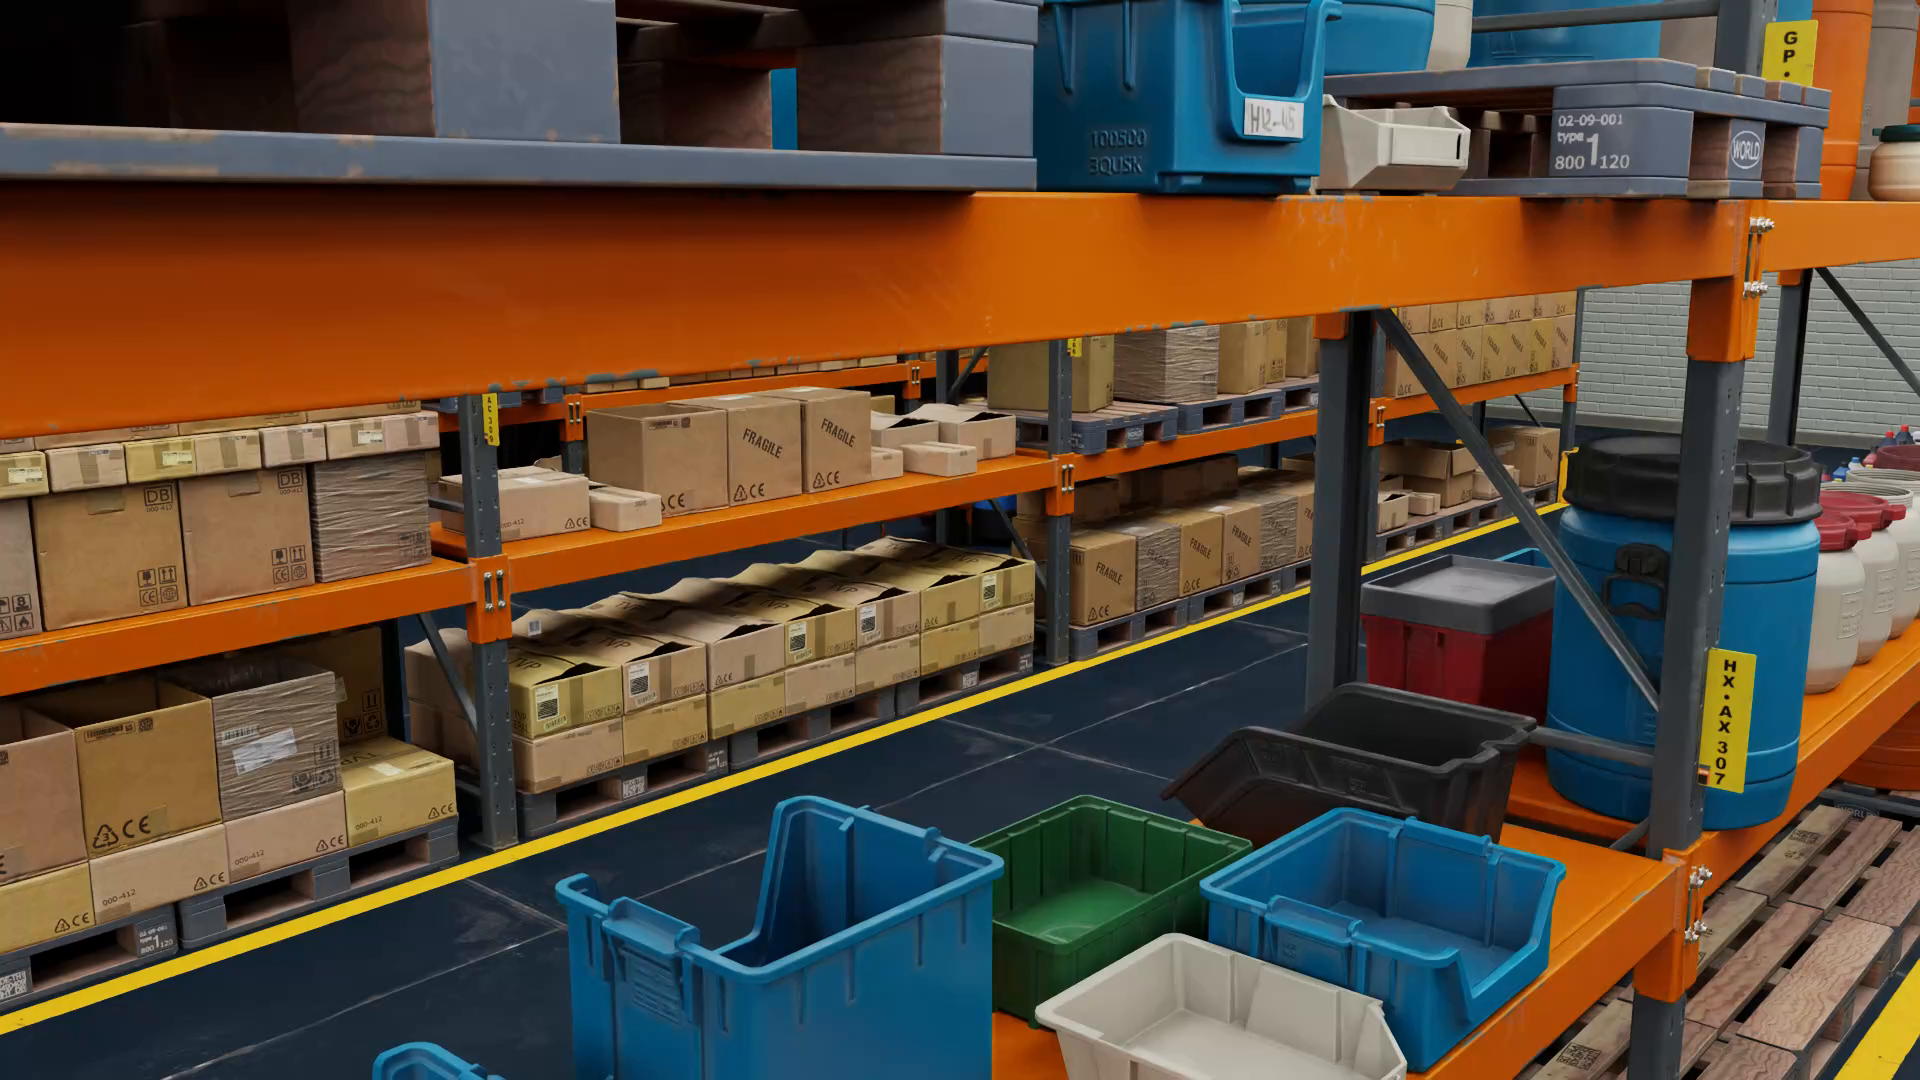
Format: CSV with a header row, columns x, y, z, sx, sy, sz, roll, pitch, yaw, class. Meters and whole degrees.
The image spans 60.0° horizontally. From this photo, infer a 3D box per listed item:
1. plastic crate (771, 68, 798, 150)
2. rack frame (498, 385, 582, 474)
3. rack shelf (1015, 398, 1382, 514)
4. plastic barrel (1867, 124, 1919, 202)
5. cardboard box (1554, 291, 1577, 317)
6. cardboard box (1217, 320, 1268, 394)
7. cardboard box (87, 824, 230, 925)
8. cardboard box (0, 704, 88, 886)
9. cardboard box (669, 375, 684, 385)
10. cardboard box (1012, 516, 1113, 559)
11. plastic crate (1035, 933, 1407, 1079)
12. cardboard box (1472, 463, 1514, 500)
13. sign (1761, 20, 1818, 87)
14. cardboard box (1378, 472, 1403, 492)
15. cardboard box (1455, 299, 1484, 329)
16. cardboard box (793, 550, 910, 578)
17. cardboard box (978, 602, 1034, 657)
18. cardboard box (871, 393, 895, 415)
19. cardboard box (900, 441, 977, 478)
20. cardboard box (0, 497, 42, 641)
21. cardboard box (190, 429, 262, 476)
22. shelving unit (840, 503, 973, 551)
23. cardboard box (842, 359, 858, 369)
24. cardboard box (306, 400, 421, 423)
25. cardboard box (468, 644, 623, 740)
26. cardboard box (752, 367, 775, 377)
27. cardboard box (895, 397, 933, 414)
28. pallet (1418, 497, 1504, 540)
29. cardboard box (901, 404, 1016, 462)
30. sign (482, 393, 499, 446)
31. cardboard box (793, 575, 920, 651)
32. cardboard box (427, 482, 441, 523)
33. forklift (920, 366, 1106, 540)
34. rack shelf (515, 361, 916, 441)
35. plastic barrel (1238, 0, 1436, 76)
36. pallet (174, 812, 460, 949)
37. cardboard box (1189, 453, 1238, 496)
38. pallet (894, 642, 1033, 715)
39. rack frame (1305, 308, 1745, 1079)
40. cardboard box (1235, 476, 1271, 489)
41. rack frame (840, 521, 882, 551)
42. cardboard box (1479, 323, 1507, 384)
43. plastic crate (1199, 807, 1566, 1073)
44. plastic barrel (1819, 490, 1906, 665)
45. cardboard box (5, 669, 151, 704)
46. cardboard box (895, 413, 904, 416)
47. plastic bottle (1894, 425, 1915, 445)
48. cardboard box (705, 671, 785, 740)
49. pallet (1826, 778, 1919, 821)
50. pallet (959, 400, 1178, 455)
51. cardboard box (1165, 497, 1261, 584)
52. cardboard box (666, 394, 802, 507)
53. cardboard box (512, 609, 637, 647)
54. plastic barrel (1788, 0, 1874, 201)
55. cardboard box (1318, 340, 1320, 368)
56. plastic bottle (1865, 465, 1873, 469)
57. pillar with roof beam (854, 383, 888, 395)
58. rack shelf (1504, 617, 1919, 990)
x,y,z,sx,sy,sz,roll,pitch,yaw,class
-0.268,-0.720,2.540,0.392,0.384,0.575,10,15,40,plastic crate
-3.462,-1.395,13.539,1.000,3.000,0.127,10,15,40,rack frame
1.582,-0.697,11.878,1.077,0.370,4.000,10,15,40,rack shelf
3.316,-1.300,5.757,0.301,0.262,0.301,0,11,0,plastic barrel
5.455,-2.371,15.614,0.500,0.500,0.500,10,15,40,cardboard box
1.782,-1.331,11.889,0.700,0.500,0.500,6,13,26,cardboard box
-3.177,1.220,6.393,0.500,0.250,0.500,10,15,40,cardboard box
-3.506,0.926,5.951,0.500,0.500,0.500,10,15,40,cardboard box
-2.585,-1.417,14.240,0.380,0.149,0.250,10,15,40,cardboard box
0.703,0.087,11.377,0.500,0.500,0.500,11,15,43,cardboard box
0.458,0.875,2.845,0.530,0.136,0.437,10,15,40,plastic crate
4.719,-0.552,15.213,0.500,0.250,0.500,10,15,40,cardboard box
1.746,-0.928,3.520,0.100,0.325,0.005,10,15,40,sign
3.560,-0.472,14.657,0.500,0.311,0.500,10,15,40,cardboard box
4.105,-2.068,14.097,0.500,0.500,0.500,9,15,39,cardboard box
-0.645,0.230,9.920,0.500,0.311,0.500,9,15,39,cardboard box
0.098,0.496,10.017,0.500,0.250,0.500,10,15,42,cardboard box
-1.153,-1.023,16.091,0.750,0.750,0.750,10,15,41,cardboard box
-0.124,-0.464,9.518,0.380,0.149,0.250,10,15,40,cardboard box
-3.681,0.077,5.910,0.700,0.500,0.500,10,15,42,cardboard box
-2.906,-0.353,6.406,0.380,0.149,0.250,10,15,40,cardboard box
-0.437,-0.475,13.716,1.048,1.125,0.538,-11,16,-43,shelving unit
-1.185,-1.712,15.713,0.380,0.149,0.250,10,15,42,cardboard box
-2.667,-0.786,6.920,0.700,0.500,0.500,10,15,41,cardboard box
-1.919,0.672,7.705,0.500,0.311,0.500,10,15,41,cardboard box
-1.887,-1.565,14.980,0.380,0.149,0.250,10,15,42,cardboard box
-0.495,-1.383,17.131,0.380,0.149,0.250,10,15,40,cardboard box
4.161,-0.258,14.962,1.003,0.211,1.213,10,15,40,pallet
-0.011,-0.664,10.104,0.500,0.311,0.500,11,16,44,cardboard box
-1.961,-0.559,6.937,0.100,0.325,0.005,10,15,40,sign
-0.572,0.372,9.206,0.500,0.311,0.500,10,15,40,cardboard box
-4.325,-0.212,12.872,0.700,0.500,0.500,10,15,40,cardboard box
1.060,-1.639,14.936,3.031,2.935,1.130,-11,16,-43,forklift
-2.142,-1.337,15.082,1.077,0.370,4.000,10,15,40,rack shelf
0.602,-1.316,3.131,0.600,0.901,0.708,10,15,40,plastic barrel
-2.935,1.312,7.103,1.003,0.211,1.213,10,15,40,pallet
1.740,-0.515,12.474,0.500,0.250,0.500,10,15,40,cardboard box
-0.311,0.728,10.027,1.003,0.211,1.213,10,15,40,pallet
1.340,0.474,4.179,1.000,3.000,0.127,10,15,40,rack frame
2.056,-0.214,12.884,0.500,0.500,0.500,10,15,41,cardboard box
-0.801,-0.405,13.368,0.032,1.125,0.500,-11,16,-43,rack frame
4.445,-1.657,14.592,0.500,0.500,0.500,9,15,40,cardboard box
0.813,0.745,3.203,0.499,0.251,0.616,10,15,40,plastic crate
2.906,0.123,5.588,0.433,0.535,0.433,0,11,0,plastic barrel
-3.580,0.783,6.667,0.500,0.500,0.500,10,15,40,cardboard box
-0.251,-1.061,17.173,0.700,0.500,0.500,10,15,41,cardboard box
5.028,-0.438,8.871,0.144,0.351,0.185,10,15,40,plastic bottle
-1.248,0.797,8.512,0.500,0.250,0.500,9,15,39,cardboard box
4.469,1.132,8.006,1.003,0.211,1.213,10,15,40,pallet
0.656,-0.770,10.898,1.213,0.211,1.003,10,15,40,pallet
1.794,-0.004,11.830,0.500,0.500,0.500,9,14,38,cardboard box
-1.181,-0.478,8.691,0.500,0.500,0.500,10,15,40,cardboard box
-1.988,0.527,8.433,0.500,0.311,0.500,10,15,42,cardboard box
2.843,-1.607,5.843,0.600,0.830,0.708,10,15,40,plastic barrel
3.039,-1.500,13.806,0.500,0.500,0.500,10,15,41,cardboard box
4.619,-0.280,8.464,0.097,0.201,0.097,0,11,0,plastic bottle
2.225,-4.584,14.186,9.100,9.000,0.400,10,15,40,pillar with roof beam
2.660,0.533,5.723,1.077,0.370,4.000,10,15,40,rack shelf
